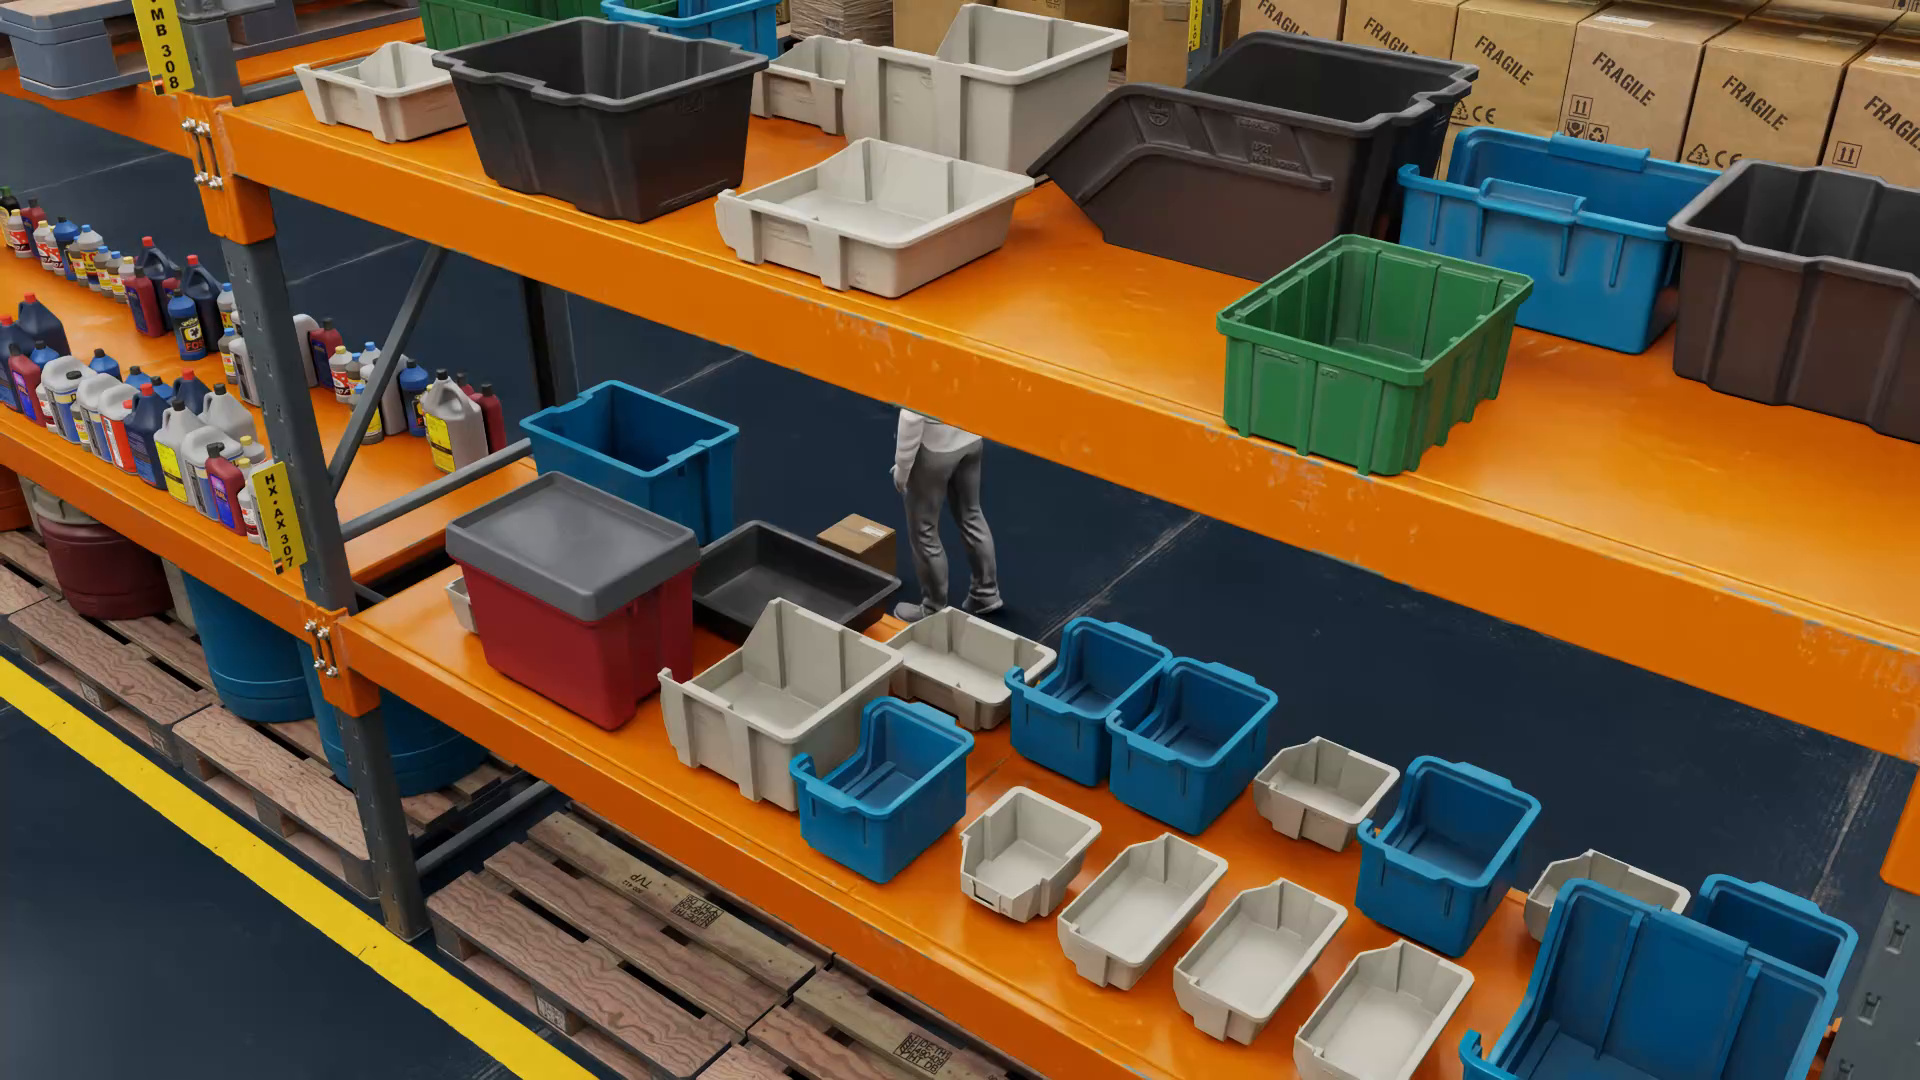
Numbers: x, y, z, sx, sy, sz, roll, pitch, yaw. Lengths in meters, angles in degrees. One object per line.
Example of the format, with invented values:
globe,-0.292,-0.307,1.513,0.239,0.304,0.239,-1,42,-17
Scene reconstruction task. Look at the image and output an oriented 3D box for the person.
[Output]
person,-0.082,-0.351,6.755,0.376,1.745,0.476,22,37,32
